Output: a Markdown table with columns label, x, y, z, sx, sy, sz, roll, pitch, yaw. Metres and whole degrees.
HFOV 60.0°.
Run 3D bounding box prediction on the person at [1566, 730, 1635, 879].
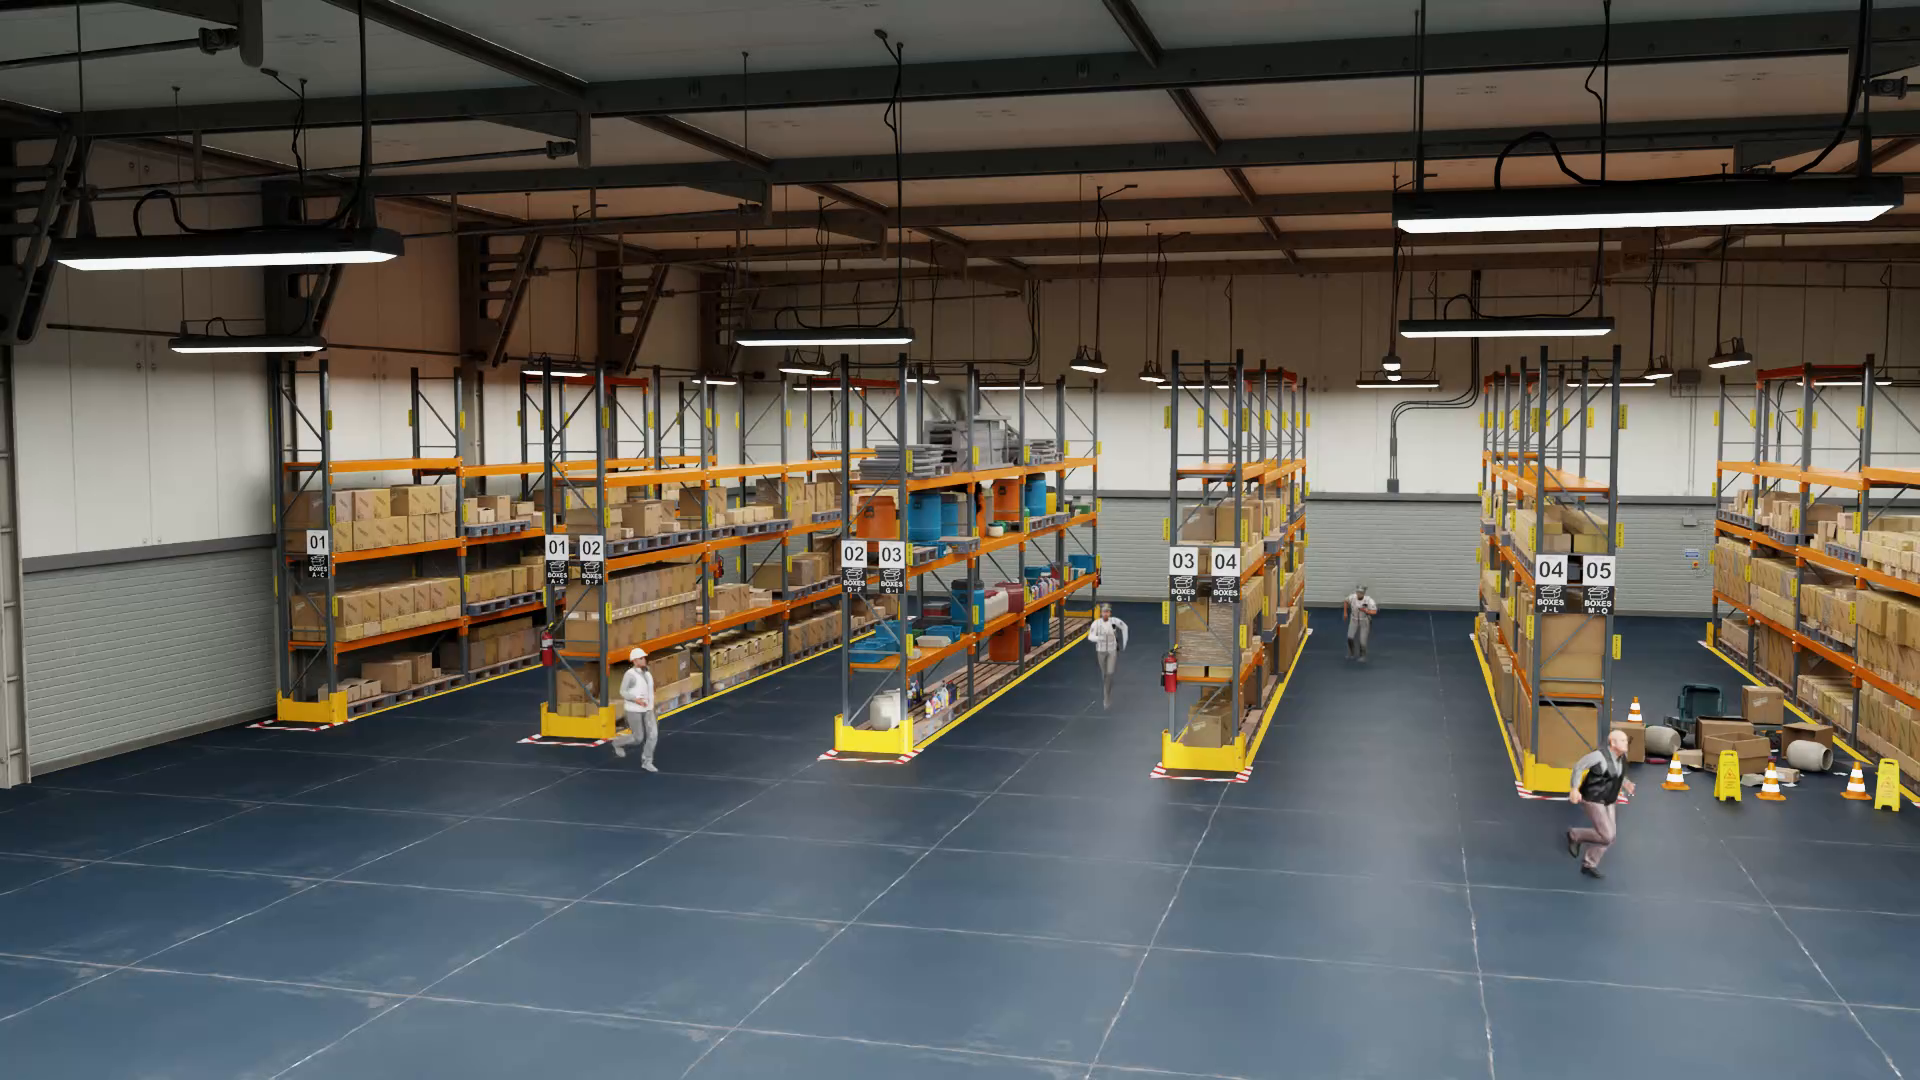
| label | x | y | z | sx | sy | sz | roll | pitch | yaw |
| --- | --- | --- | --- | --- | --- | --- | --- | --- | --- |
| person | 7.027 | 2.891 | 18.237 | 0.648 | 1.648 | 0.733 | -3 | 5 | -38 |

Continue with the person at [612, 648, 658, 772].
| label | x | y | z | sx | sy | sz | roll | pitch | yaw |
| --- | --- | --- | --- | --- | --- | --- | --- | --- | --- |
| person | -4.641 | 2.433 | 23.886 | 0.799 | 1.770 | 0.671 | 3 | 5 | 33 |

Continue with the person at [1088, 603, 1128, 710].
| label | x | y | z | sx | sy | sz | roll | pitch | yaw |
| --- | --- | --- | --- | --- | --- | --- | --- | --- | --- |
| person | 2.455 | 1.911 | 27.623 | 0.639 | 1.772 | 0.779 | 1 | 4 | 8 |

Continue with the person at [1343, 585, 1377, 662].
| label | x | y | z | sx | sy | sz | roll | pitch | yaw |
| --- | --- | --- | --- | --- | --- | --- | --- | --- | --- |
| person | 8.271 | 1.739 | 34.454 | 0.743 | 1.654 | 0.774 | 2 | 4 | 22 |
